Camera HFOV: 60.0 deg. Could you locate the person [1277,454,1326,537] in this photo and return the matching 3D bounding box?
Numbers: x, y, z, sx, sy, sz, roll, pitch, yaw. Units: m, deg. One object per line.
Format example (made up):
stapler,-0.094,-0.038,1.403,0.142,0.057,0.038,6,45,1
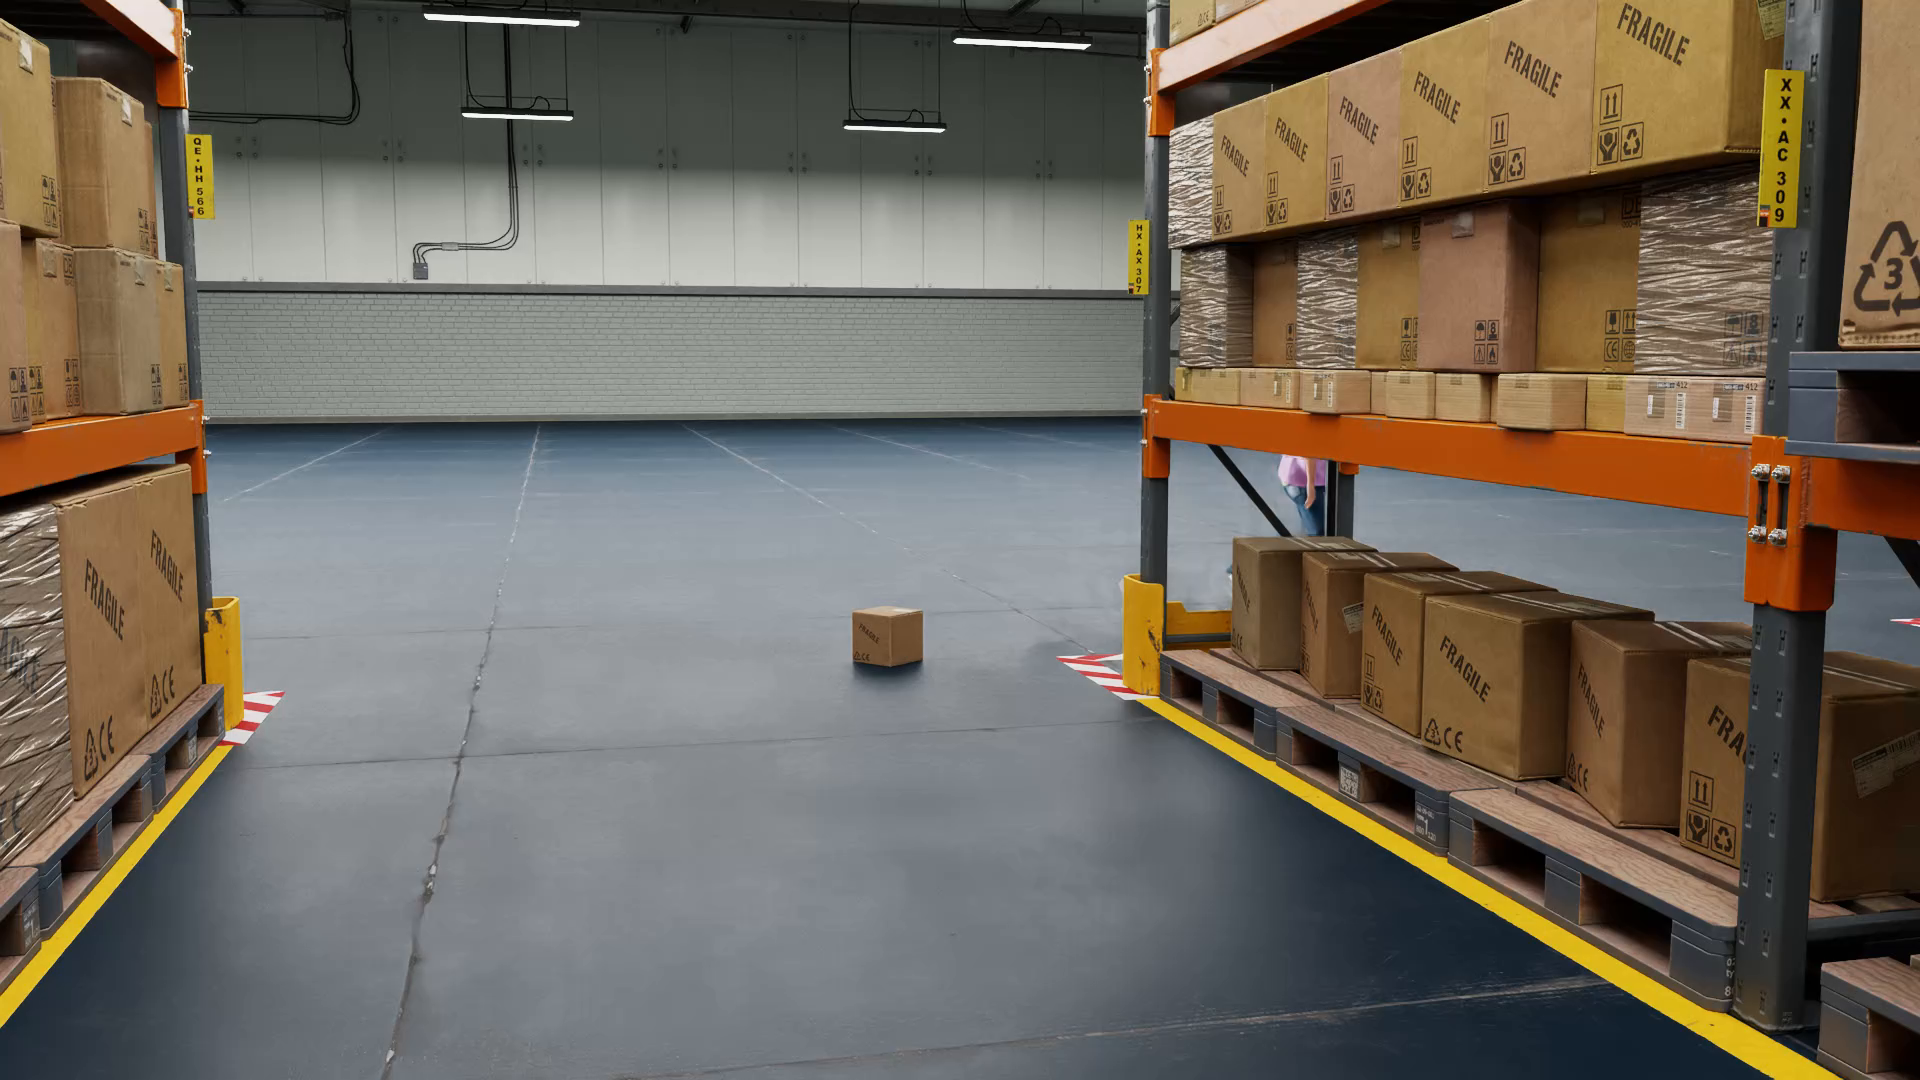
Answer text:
person,1.829,-0.306,9.032,0.631,1.567,0.498,0,6,-3
